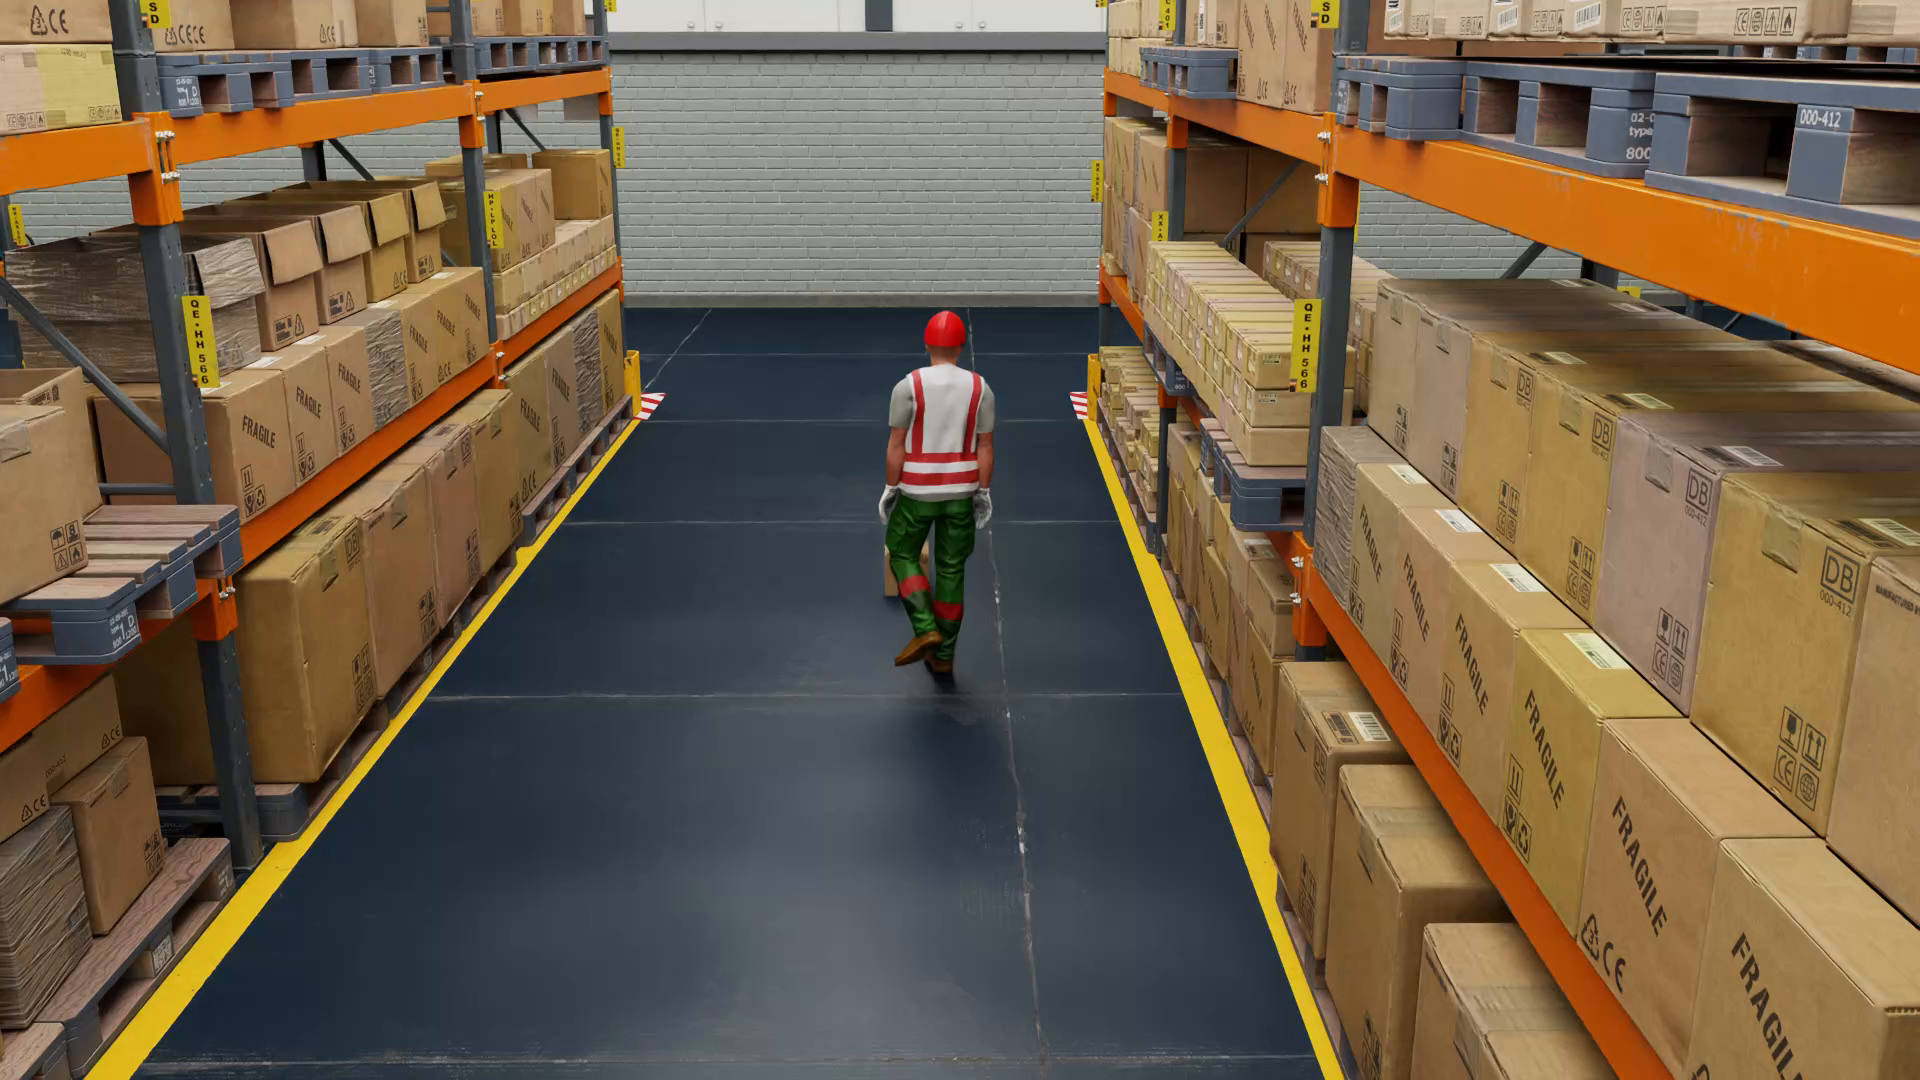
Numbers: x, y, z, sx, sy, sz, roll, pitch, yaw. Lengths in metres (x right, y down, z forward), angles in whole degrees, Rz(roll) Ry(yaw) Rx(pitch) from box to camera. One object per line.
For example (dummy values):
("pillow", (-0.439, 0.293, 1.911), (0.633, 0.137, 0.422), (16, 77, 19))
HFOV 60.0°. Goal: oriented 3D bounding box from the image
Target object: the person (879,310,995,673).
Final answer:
("person", (-0.102, -0.209, 8.111), (0.584, 1.783, 0.547), (-3, 17, -11))
